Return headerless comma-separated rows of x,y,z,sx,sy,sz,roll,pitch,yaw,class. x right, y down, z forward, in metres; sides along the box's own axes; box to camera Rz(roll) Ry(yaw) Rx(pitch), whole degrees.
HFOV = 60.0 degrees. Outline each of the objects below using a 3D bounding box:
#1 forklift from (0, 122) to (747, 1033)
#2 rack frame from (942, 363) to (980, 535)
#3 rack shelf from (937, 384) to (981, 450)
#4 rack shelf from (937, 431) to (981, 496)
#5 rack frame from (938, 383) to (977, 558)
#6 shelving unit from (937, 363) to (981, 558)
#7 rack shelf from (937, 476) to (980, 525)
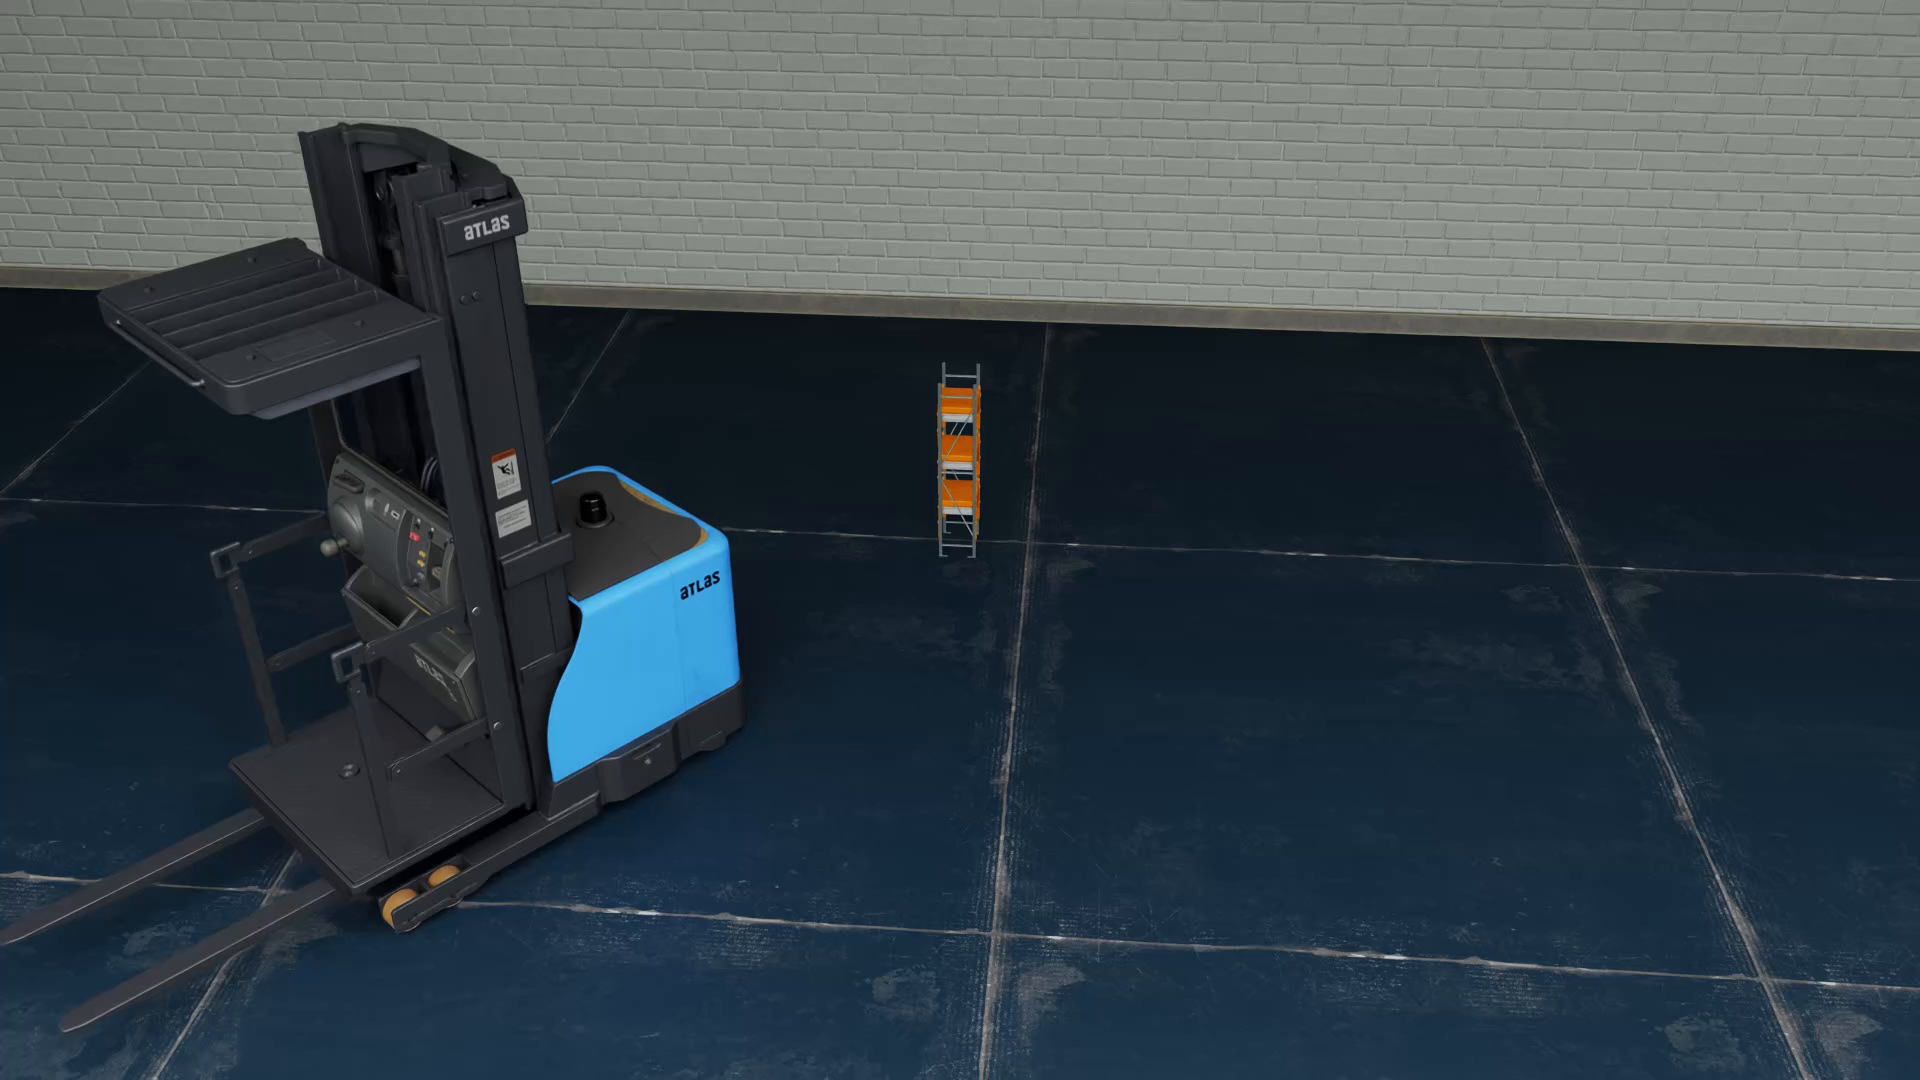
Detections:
-2.387,0.020,6.423,1.130,2.935,3.031,27,41,37,forklift
0.006,-0.483,9.033,0.200,1.050,0.008,2,32,4,rack frame
-0.004,-0.652,8.786,0.215,0.259,0.240,2,32,4,rack shelf
-0.004,-0.410,8.935,0.215,0.259,0.240,2,32,4,rack shelf
-0.014,-0.355,8.826,0.200,1.050,0.008,2,32,4,rack frame
-0.004,-0.419,8.929,0.215,1.050,0.252,2,32,4,shelving unit
-0.004,-0.173,9.081,0.215,0.259,0.240,2,32,4,rack shelf
